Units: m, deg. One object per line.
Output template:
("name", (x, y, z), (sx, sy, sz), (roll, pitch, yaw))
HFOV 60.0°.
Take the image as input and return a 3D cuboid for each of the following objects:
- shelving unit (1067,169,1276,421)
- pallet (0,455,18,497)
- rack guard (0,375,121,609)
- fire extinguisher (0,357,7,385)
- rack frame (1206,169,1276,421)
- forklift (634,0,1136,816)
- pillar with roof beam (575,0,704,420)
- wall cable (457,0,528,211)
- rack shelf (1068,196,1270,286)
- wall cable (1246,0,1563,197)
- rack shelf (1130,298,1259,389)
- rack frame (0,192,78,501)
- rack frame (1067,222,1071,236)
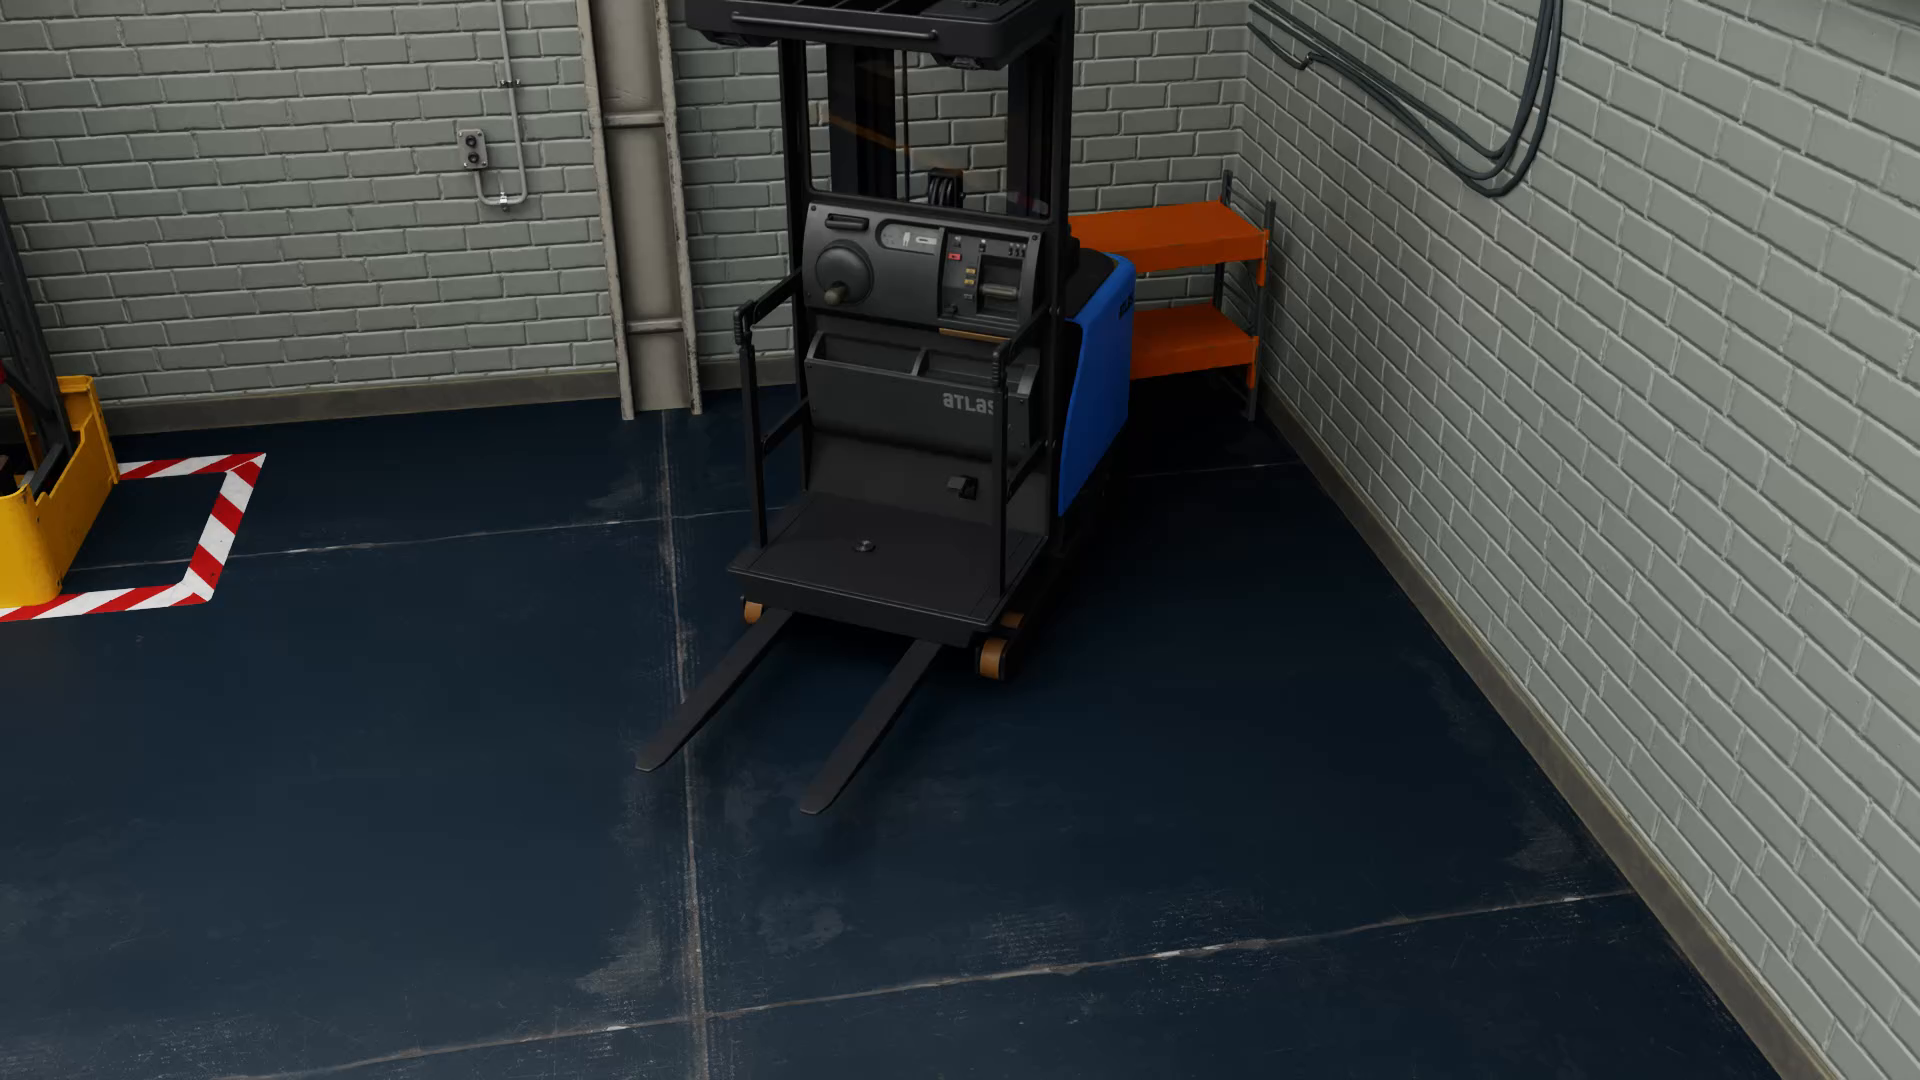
("shelving unit", (0.889, -1.119, 8.043), (1.048, 1.125, 0.538), (-9, 32, -15))
("pallet", (-4.780, 0.009, 7.027), (1.213, 0.211, 1.003), (-5, 31, -9))
("rack guard", (-3.984, -0.230, 7.148), (0.348, 0.500, 1.175), (-5, 31, -9))
("fire extinguisher", (-3.776, -0.895, 6.257), (0.183, 0.674, 0.296), (-5, 31, -9))
("rack frame", (1.373, -1.198, 8.178), (0.032, 1.125, 0.500), (-9, 32, -15))
("forklift", (-0.225, -0.969, 6.007), (1.130, 2.935, 3.031), (11, 32, 18))
("pillar with roof beam", (-0.732, -2.423, 2.493), (0.400, 9.000, 9.100), (-5, 31, -9))
("wall cable", (-2.918, -2.332, 7.254), (1.851, 1.984, 0.084), (-5, 31, -9))
("rack shelf", (0.889, -1.371, 7.894), (1.000, 0.278, 0.538), (-9, 32, -15))
("wall cable", (1.620, -2.891, 6.352), (0.112, 2.526, 3.097), (-5, 31, -9))
("rack shelf", (0.889, -0.908, 8.167), (1.000, 0.278, 0.538), (-9, 32, -15))
("rack frame", (-4.008, -1.305, 6.511), (0.127, 3.000, 1.000), (-5, 31, -9))
("rack frame", (0.405, -1.039, 7.908), (0.032, 1.125, 0.500), (-9, 32, -15))
